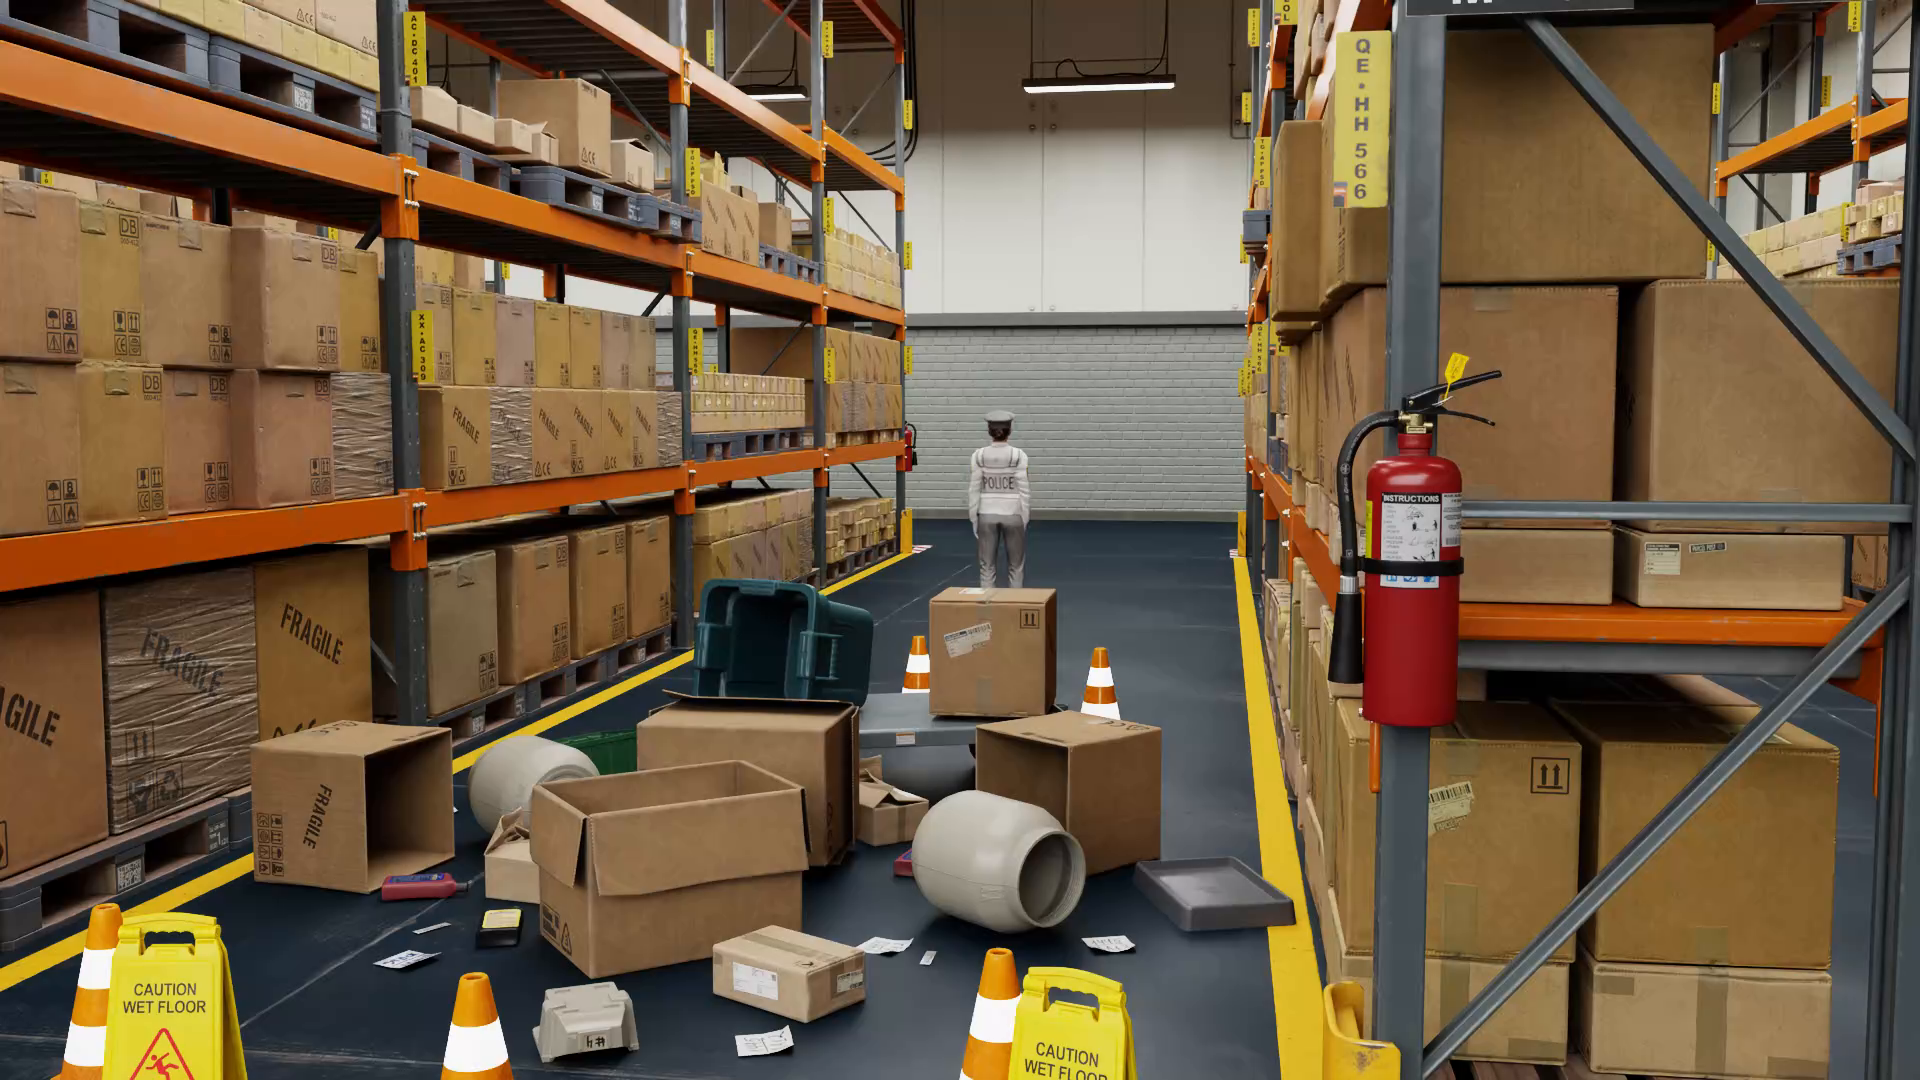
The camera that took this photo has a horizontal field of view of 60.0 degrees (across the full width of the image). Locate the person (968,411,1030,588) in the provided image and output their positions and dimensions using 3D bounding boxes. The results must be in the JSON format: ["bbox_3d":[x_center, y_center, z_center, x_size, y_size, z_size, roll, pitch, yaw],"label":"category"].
[{"bbox_3d":[0.300,-0.138,12.571,0.466,1.675,0.337,1,5,10],"label":"person"}]
